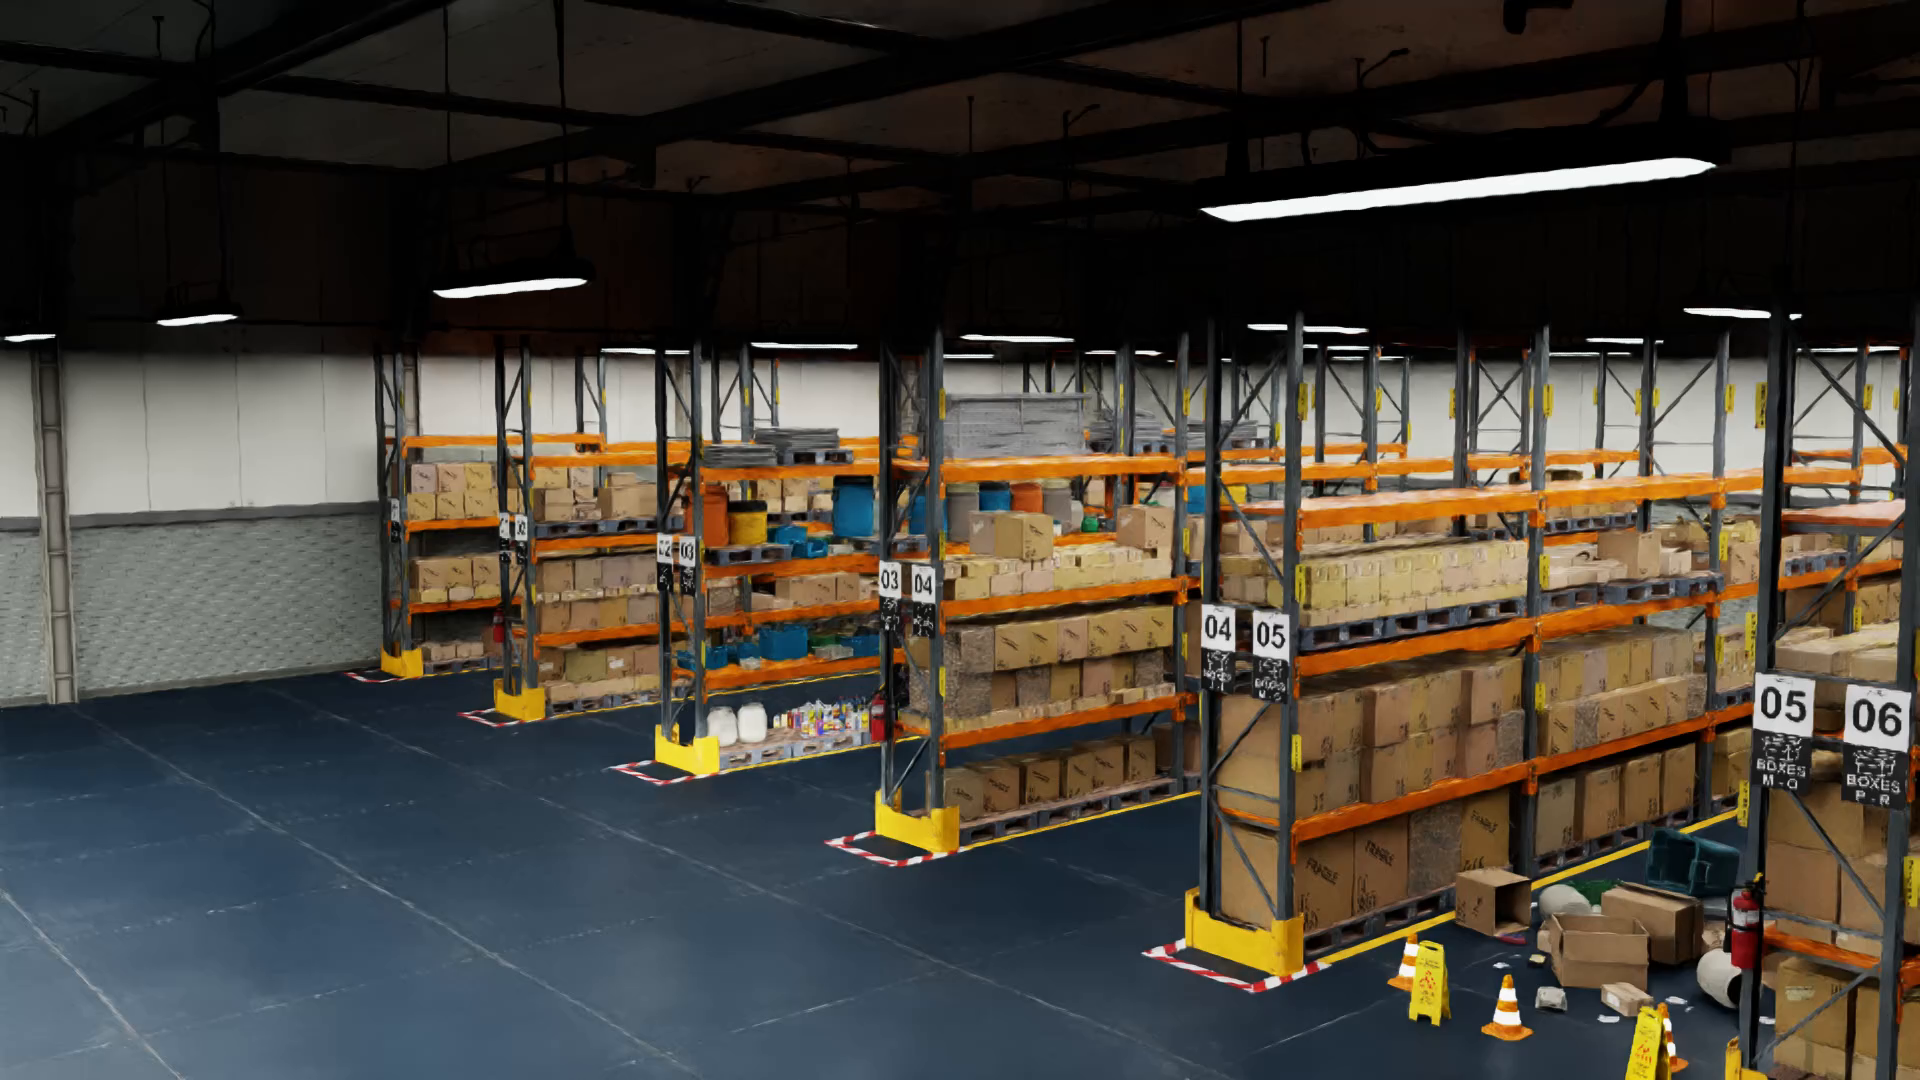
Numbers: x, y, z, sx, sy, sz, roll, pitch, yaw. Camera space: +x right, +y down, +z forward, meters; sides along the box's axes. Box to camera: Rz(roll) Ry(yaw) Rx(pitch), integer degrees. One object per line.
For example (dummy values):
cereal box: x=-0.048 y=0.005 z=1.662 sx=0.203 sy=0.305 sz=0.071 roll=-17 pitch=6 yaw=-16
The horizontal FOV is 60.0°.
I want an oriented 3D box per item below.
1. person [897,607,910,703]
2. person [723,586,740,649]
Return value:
person: x=-0.917 y=1.846 z=27.398 sx=0.534 sy=1.671 sz=0.677 roll=-5 pitch=7 yaw=-42
person: x=-4.393 y=1.439 z=31.779 sx=0.432 sy=1.670 sz=0.503 roll=2 pitch=6 yaw=20
